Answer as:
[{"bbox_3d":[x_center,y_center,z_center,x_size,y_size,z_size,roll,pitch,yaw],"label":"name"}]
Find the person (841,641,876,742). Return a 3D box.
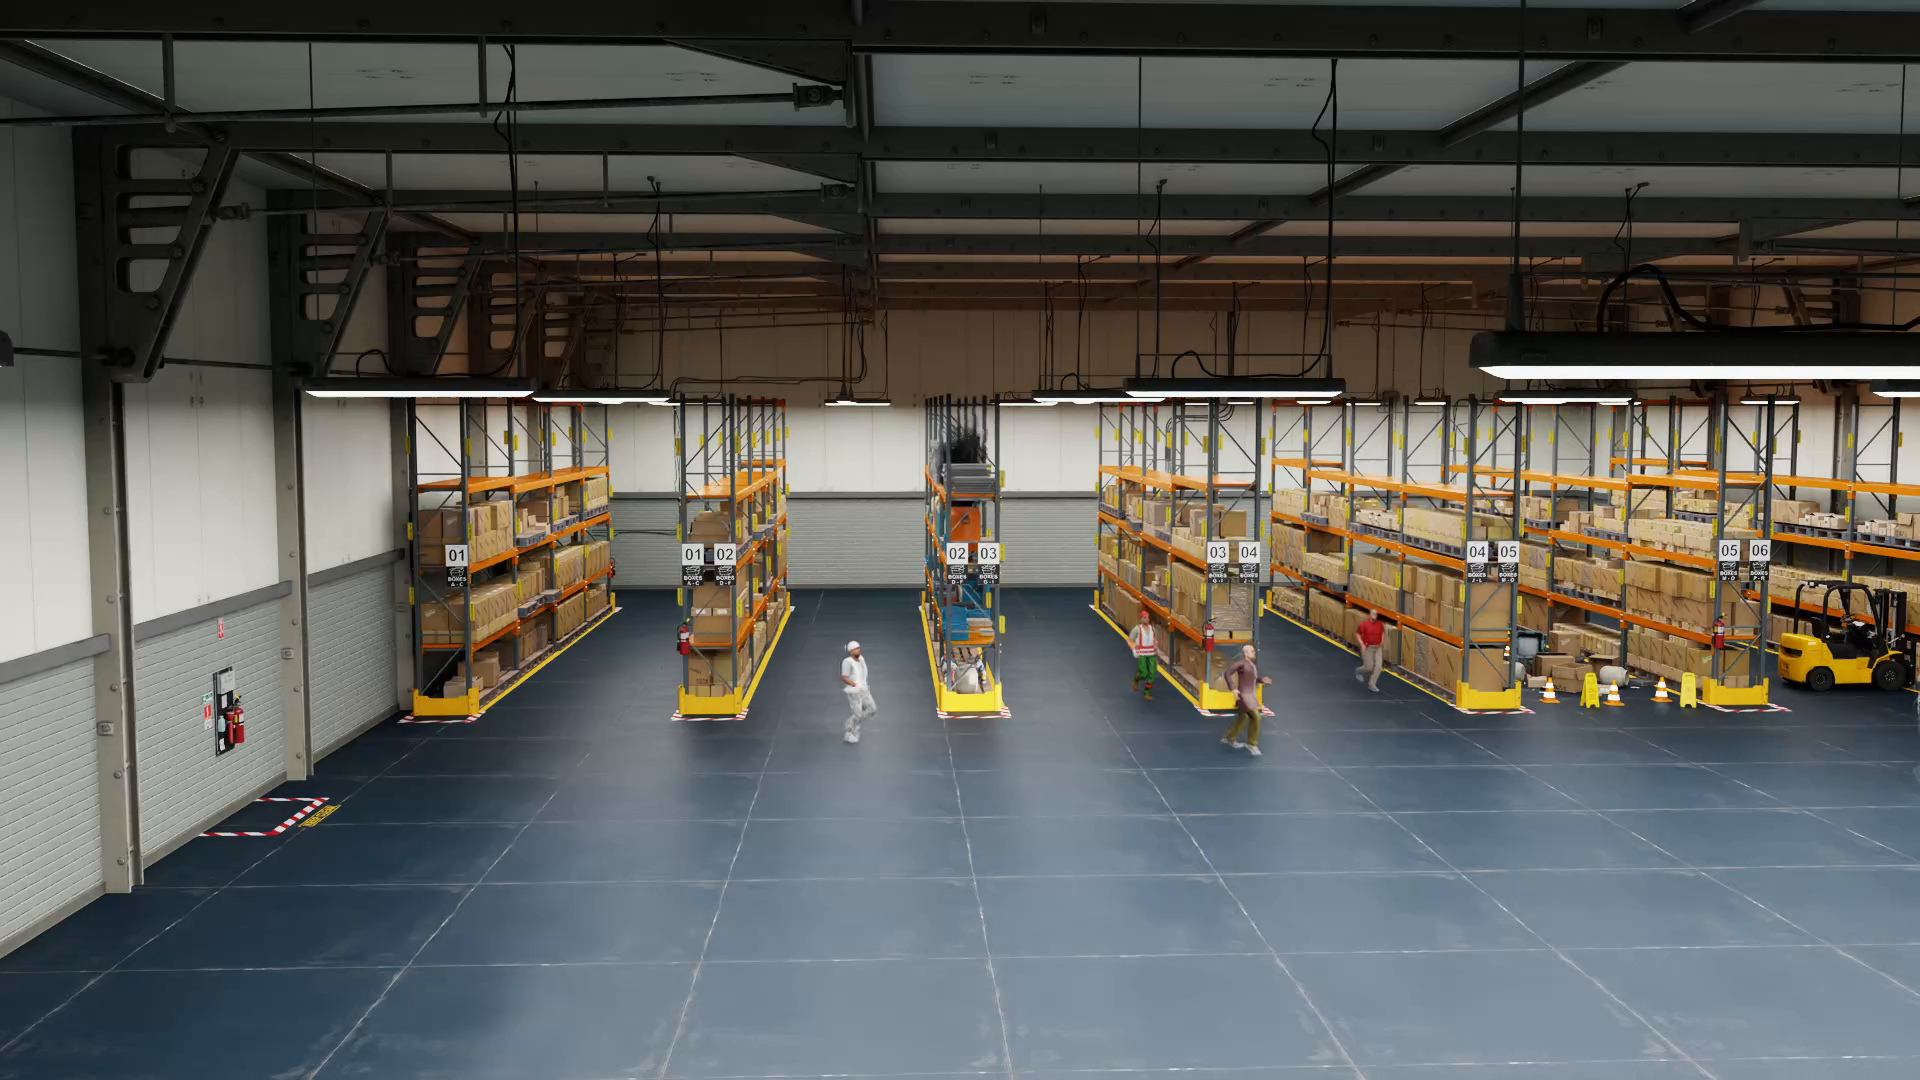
[{"bbox_3d":[-1.737,2.595,28.526,0.568,1.737,0.695,3,5,29],"label":"person"}]

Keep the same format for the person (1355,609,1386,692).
[{"bbox_3d":[8.354,2.218,33.868,0.650,1.680,0.652,-1,5,-13],"label":"person"}]

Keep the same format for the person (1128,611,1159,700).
[{"bbox_3d":[3.648,2.266,32.759,0.646,1.727,0.644,-1,5,-18],"label":"person"}]

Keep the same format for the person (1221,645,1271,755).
[{"bbox_3d":[4.764,2.659,27.717,0.848,1.846,0.689,2,5,28],"label":"person"}]
